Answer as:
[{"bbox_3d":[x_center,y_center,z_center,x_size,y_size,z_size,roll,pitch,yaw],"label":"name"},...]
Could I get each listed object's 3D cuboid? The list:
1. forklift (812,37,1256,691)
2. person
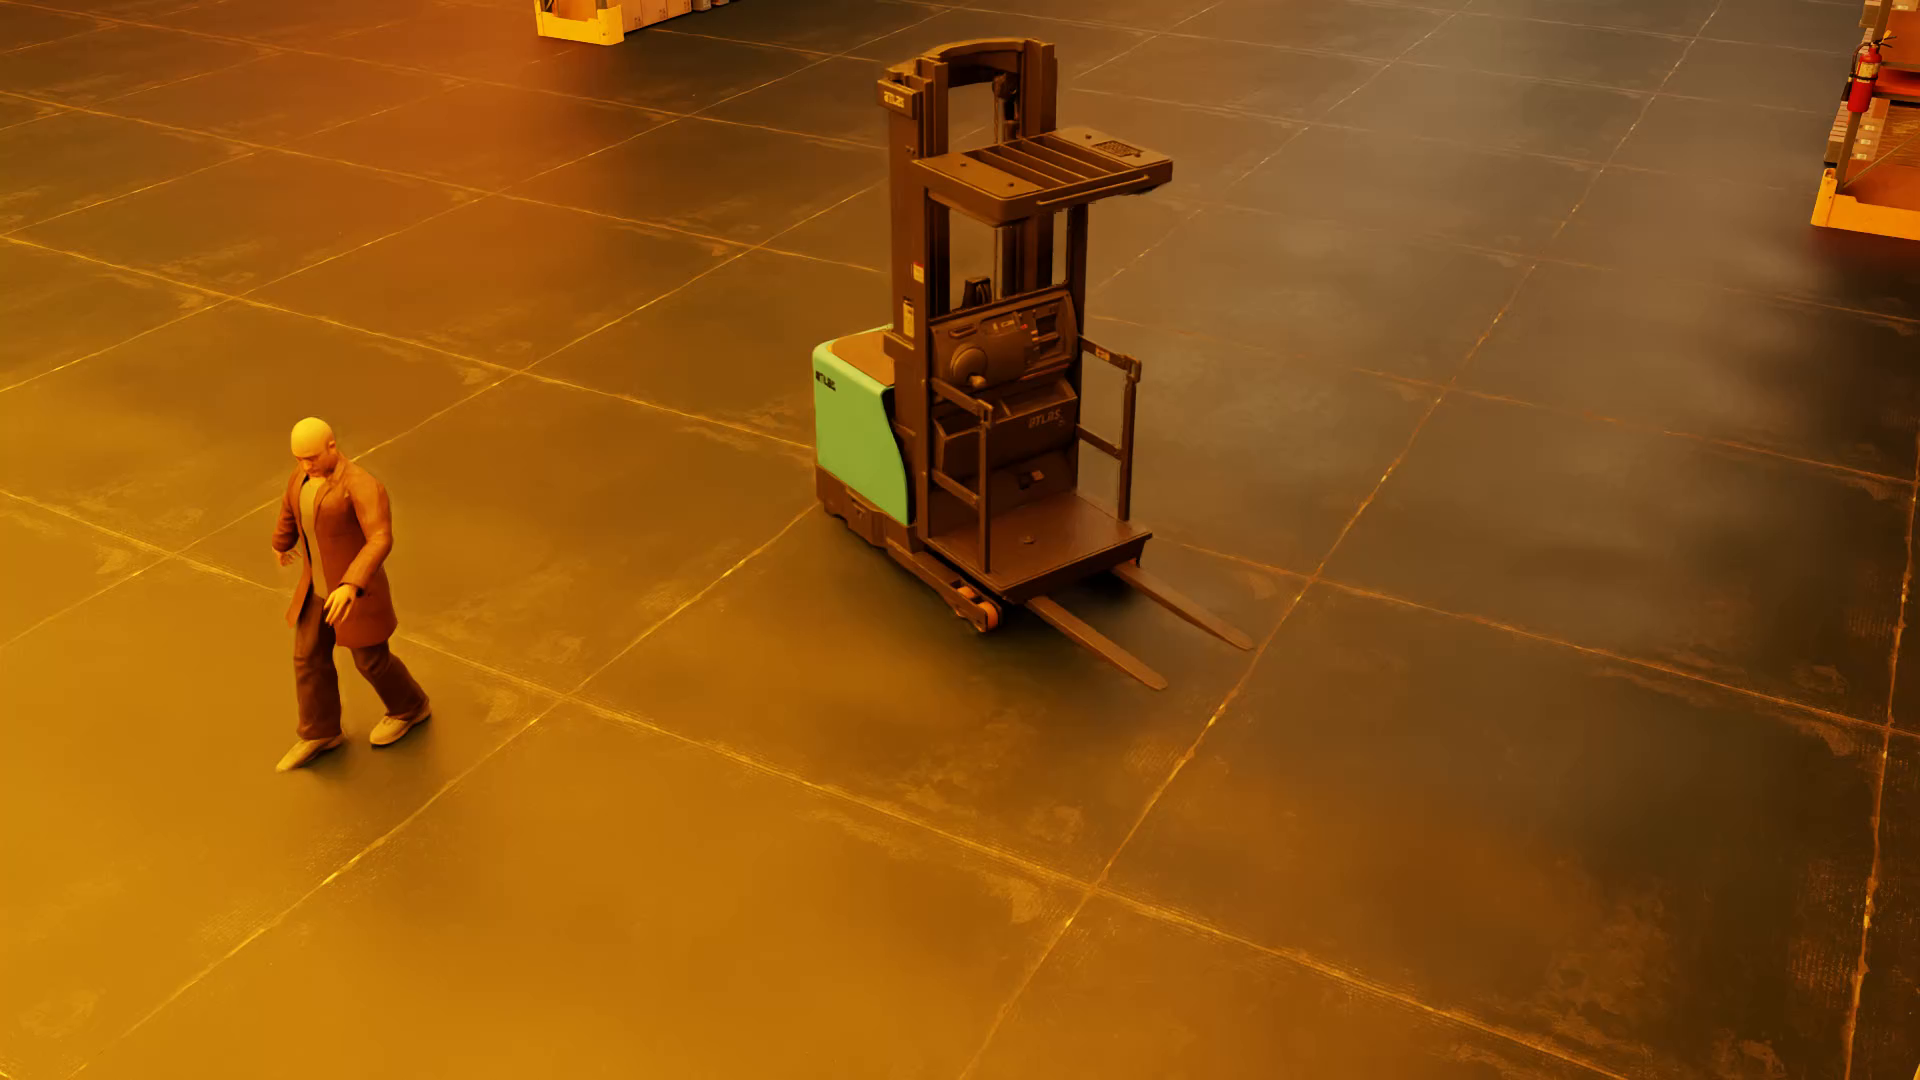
[{"bbox_3d":[0.376,-1.040,8.873,1.130,2.935,3.031,-20,35,-31],"label":"forklift"},{"bbox_3d":[-2.998,0.261,7.839,1.049,1.781,0.758,18,35,28],"label":"person"}]
